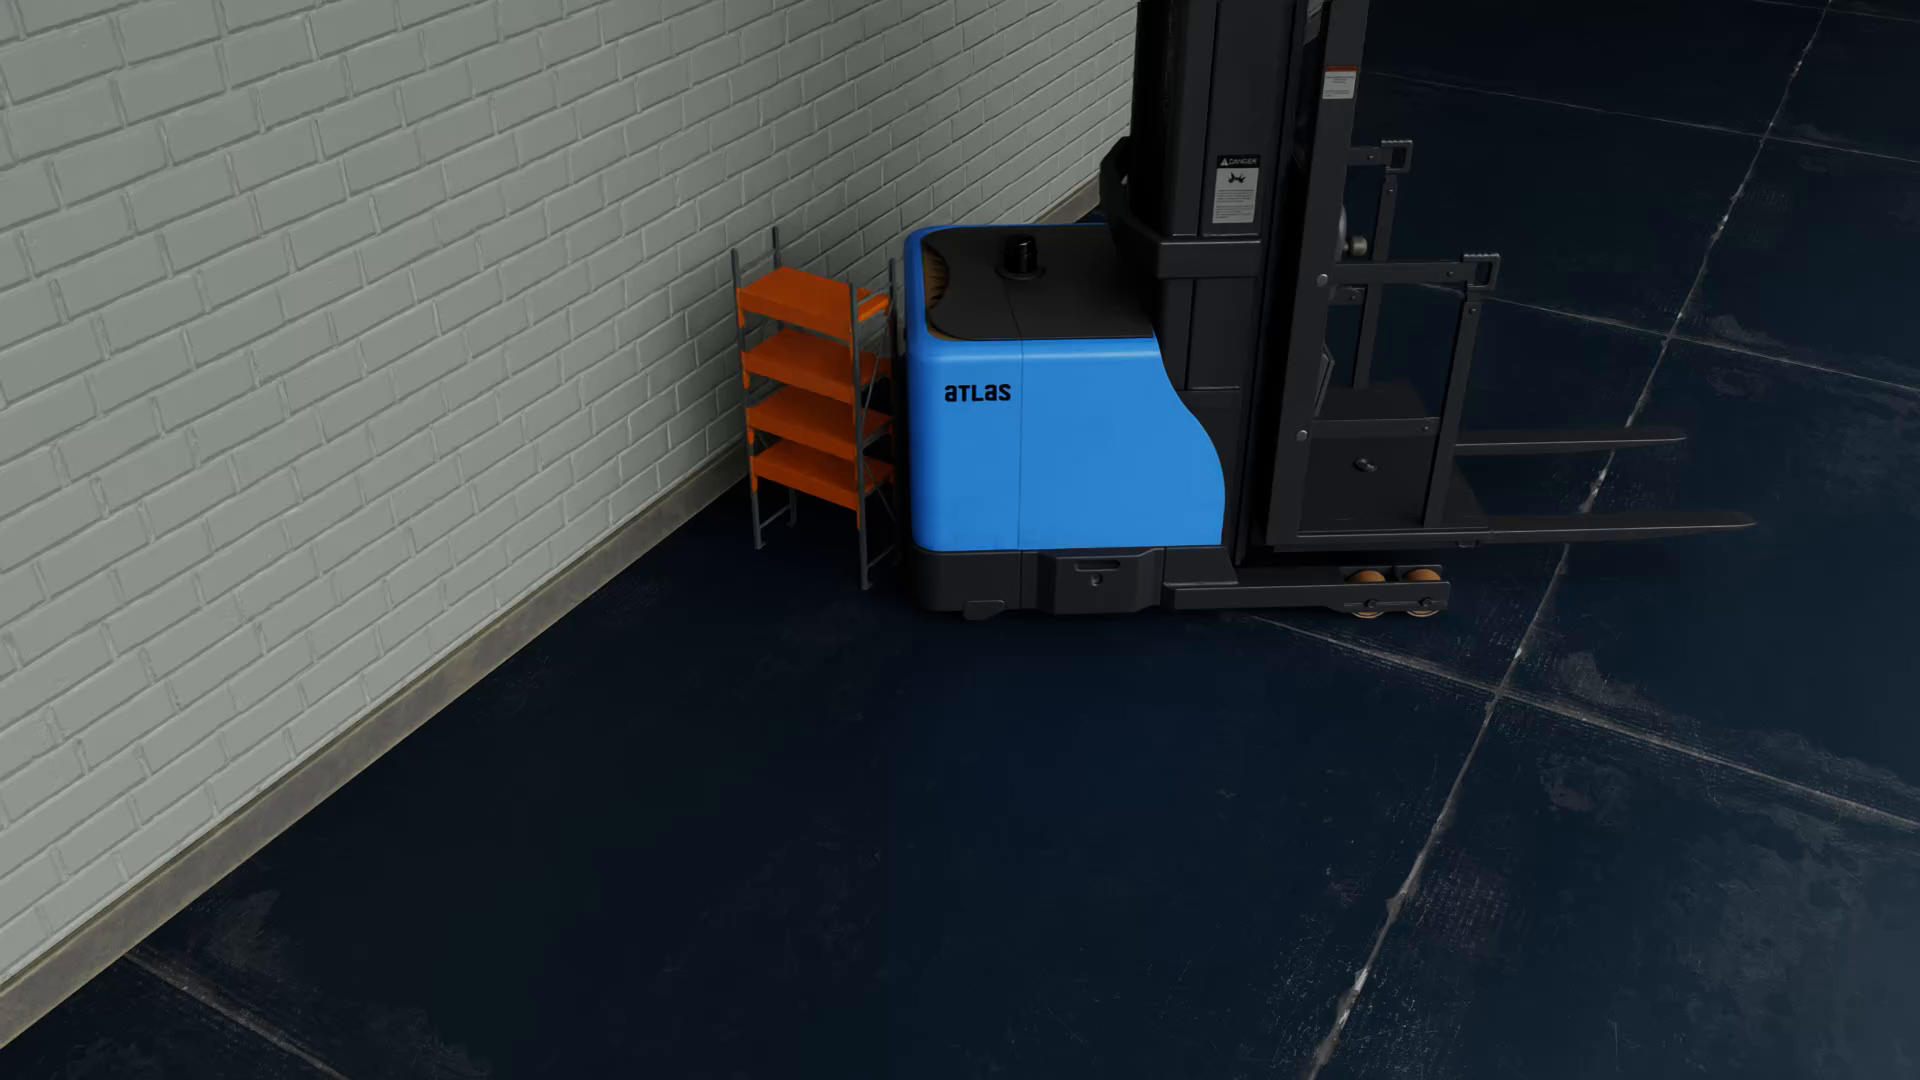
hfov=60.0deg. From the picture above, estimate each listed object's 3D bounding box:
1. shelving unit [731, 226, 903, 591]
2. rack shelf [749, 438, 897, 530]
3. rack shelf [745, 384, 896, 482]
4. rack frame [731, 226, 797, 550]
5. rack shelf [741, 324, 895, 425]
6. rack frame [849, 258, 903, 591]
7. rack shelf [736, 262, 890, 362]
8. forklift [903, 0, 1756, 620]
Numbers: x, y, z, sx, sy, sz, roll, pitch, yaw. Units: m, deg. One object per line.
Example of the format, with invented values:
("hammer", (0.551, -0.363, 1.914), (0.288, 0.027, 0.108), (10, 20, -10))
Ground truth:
("shelving unit", (-0.488, -0.447, 5.838), (0.503, 1.200, 0.258), (20, 38, 27))
("rack shelf", (-0.488, -0.226, 5.986), (0.480, 0.148, 0.258), (20, 38, 27))
("rack shelf", (-0.488, -0.391, 5.876), (0.480, 0.148, 0.258), (20, 38, 27))
("rack frame", (-0.693, -0.520, 5.948), (0.015, 1.200, 0.240), (20, 38, 27))
("rack shelf", (-0.488, -0.577, 5.752), (0.480, 0.148, 0.258), (20, 38, 27))
("rack frame", (-0.283, -0.374, 5.728), (0.015, 1.200, 0.240), (20, 38, 27))
("rack shelf", (-0.488, -0.774, 5.621), (0.480, 0.148, 0.258), (20, 38, 27))
("forklift", (1.317, -1.239, 5.466), (3.031, 2.935, 1.130), (-1, 34, -2))
